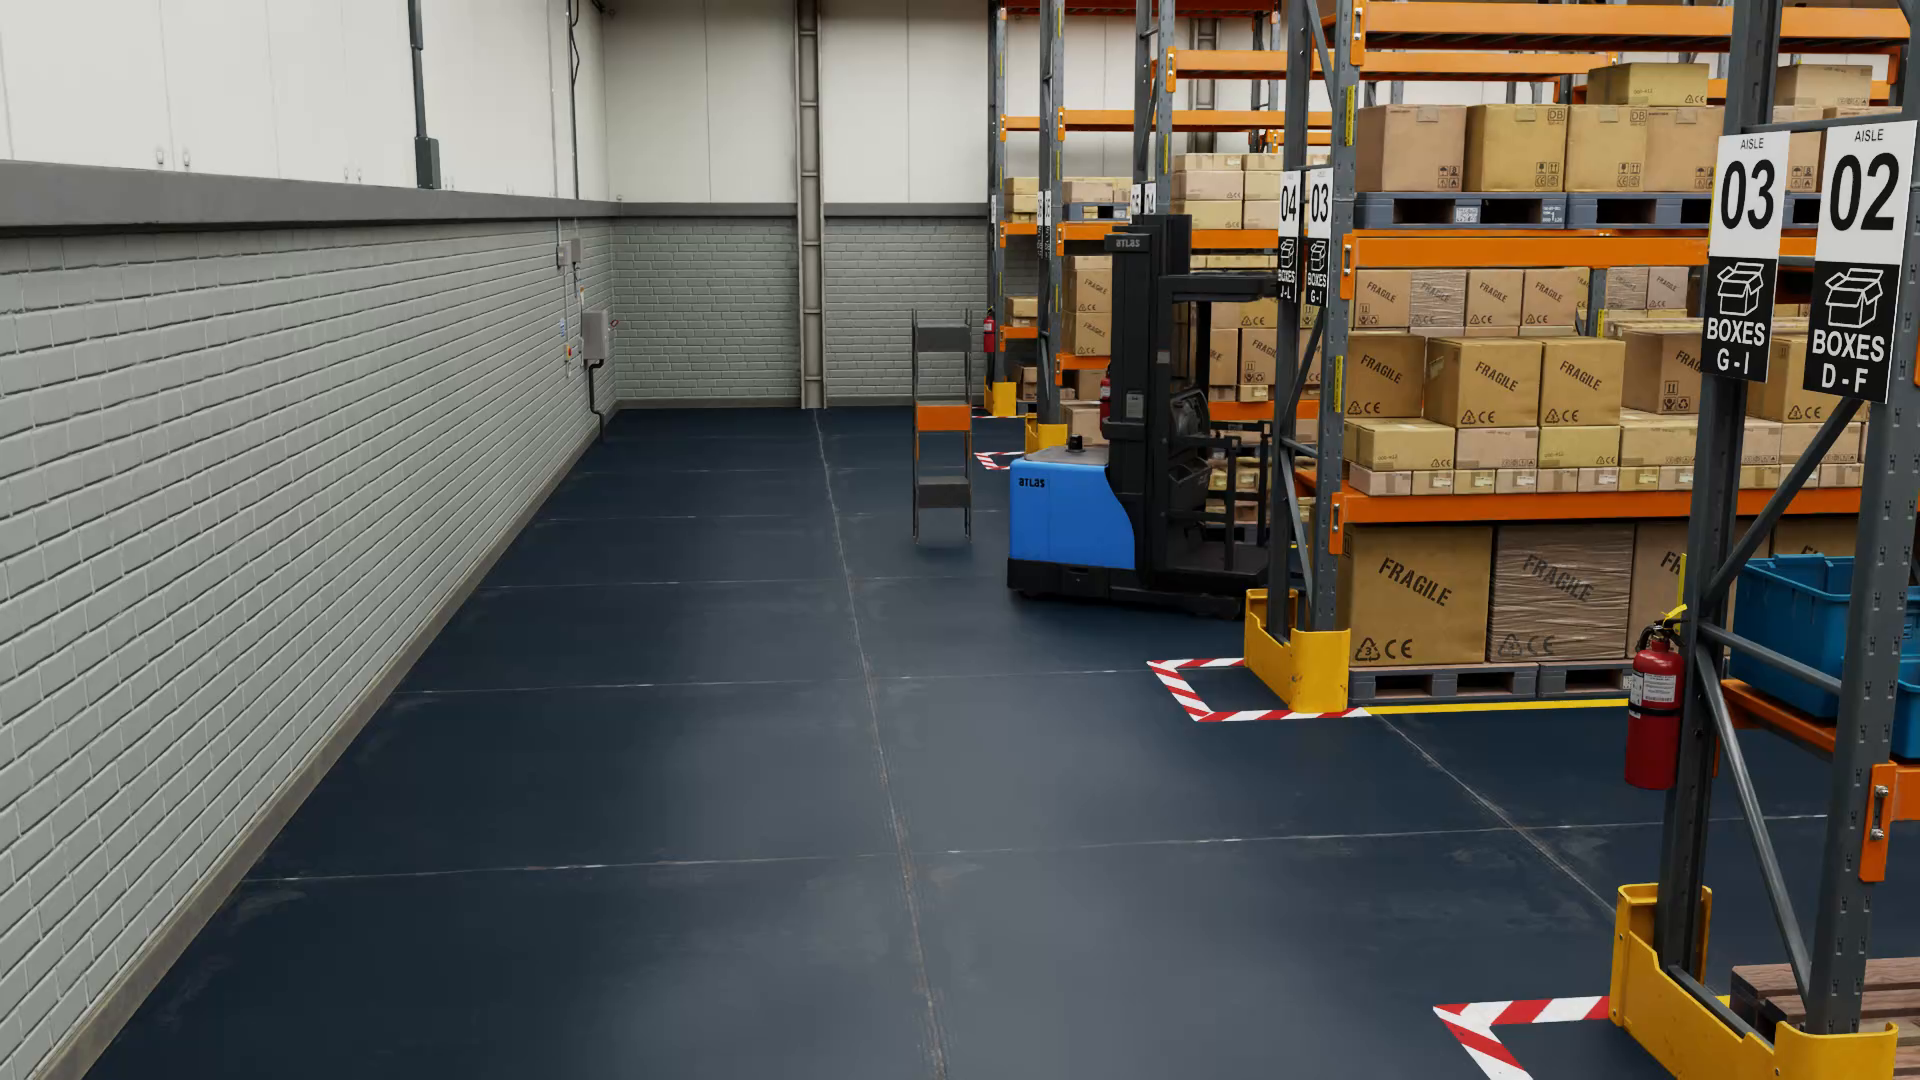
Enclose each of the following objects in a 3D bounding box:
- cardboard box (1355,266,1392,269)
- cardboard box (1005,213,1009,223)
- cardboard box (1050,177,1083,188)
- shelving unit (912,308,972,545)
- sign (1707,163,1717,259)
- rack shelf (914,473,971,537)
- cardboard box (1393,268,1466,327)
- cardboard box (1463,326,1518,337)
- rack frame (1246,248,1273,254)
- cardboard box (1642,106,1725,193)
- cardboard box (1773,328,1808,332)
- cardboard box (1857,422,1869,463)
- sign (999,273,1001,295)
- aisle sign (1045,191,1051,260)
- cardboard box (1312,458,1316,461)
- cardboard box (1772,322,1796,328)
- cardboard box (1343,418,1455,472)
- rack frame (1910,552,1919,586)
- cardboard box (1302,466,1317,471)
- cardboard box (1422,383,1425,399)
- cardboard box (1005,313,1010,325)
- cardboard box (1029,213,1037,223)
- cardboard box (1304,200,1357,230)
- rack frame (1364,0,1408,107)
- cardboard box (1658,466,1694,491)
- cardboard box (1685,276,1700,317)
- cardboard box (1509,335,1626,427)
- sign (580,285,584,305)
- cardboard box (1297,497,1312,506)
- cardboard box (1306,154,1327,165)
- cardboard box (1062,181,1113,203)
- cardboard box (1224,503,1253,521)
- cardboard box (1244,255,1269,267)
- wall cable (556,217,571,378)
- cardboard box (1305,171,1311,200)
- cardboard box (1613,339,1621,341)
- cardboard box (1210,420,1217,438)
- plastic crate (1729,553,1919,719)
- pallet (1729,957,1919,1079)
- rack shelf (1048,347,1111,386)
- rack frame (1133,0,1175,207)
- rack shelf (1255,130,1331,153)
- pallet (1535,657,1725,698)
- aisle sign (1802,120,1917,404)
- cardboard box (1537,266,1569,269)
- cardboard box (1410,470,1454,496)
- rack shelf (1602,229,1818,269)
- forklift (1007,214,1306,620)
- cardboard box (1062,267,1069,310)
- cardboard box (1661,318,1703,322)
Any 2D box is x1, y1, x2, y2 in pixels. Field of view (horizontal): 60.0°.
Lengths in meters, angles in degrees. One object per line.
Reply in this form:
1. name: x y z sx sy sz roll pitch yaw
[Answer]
1. cardboard box: 3.672 -2.278 15.437 0.500 0.500 0.500 -2 11 -8
2. cardboard box: 0.817 -4.799 24.758 0.250 0.149 0.380 -1 11 -5
3. cardboard box: 1.500 -5.157 24.250 0.500 0.250 0.500 -1 11 -6
4. shelving unit: -0.165 -1.027 15.030 0.503 2.100 0.431 -1 11 -6
5. sign: 2.593 -1.123 5.679 0.005 0.325 0.100 -1 11 -6
6. rack shelf: -0.165 -0.327 15.168 0.480 0.518 0.431 -1 11 -6
7. cardboard box: 4.213 -2.188 14.979 0.500 0.500 0.500 -1 11 -5
8. cardboard box: 4.708 -1.704 15.109 0.500 0.500 0.500 -2 11 -8
9. rack frame: 4.500 -3.482 25.188 0.127 3.000 1.000 -1 11 -6
10. cardboard box: 4.269 -2.384 10.219 0.500 0.500 0.700 -1 11 -4
11. cardboard box: 5.606 -1.109 10.791 0.500 0.500 0.500 -1 11 -6
12. cardboard box: 5.700 -0.643 10.362 0.500 0.250 0.500 -1 11 -7
13. sign: 0.582 -3.720 24.151 0.005 0.325 0.100 -1 11 -6
14. aisle sign: 1.023 -3.666 19.381 0.004 0.787 0.394 -1 11 -6
15. cardboard box: 3.496 -0.677 15.675 0.250 0.149 0.380 -2 11 -8
16. cardboard box: 7.402 -1.905 15.186 0.250 0.149 0.380 -1 11 -4
17. cardboard box: 2.640 -0.577 10.029 0.500 0.250 0.500 -2 11 -8
18. rack frame: 6.110 -0.630 10.679 0.127 3.000 1.000 -1 11 -6
19. cardboard box: 3.296 -0.579 15.181 0.250 0.149 0.380 -1 11 -4
20. cardboard box: 4.115 -1.382 15.154 0.250 0.149 0.380 -1 11 -7
21. cardboard box: 0.824 -3.334 25.085 0.250 0.149 0.380 -1 11 -7
22. cardboard box: 1.123 -4.720 24.359 0.250 0.149 0.380 -1 11 -5
23. cardboard box: 3.207 -2.882 14.746 0.500 0.250 0.500 -2 11 -8
24. rack frame: 5.040 -5.474 19.768 0.127 3.000 1.000 -1 11 -6
25. cardboard box: 4.312 -0.406 10.189 0.250 0.149 0.380 -1 11 -5
26. cardboard box: 9.438 -3.078 21.011 0.500 0.500 0.500 -2 11 -8
27. cardboard box: 3.651 -0.968 10.070 0.500 0.500 0.500 -2 11 -8
28. sign: -4.822 -3.122 21.211 0.001 0.242 0.339 -1 11 -6
29. cardboard box: 3.026 -0.416 15.123 0.250 0.149 0.380 -1 11 -4
30. cardboard box: 3.064 -3.326 14.677 0.250 0.149 0.380 -1 11 -4
31. cardboard box: 1.501 -4.127 19.733 0.500 0.250 0.500 -2 11 -11
32. cardboard box: 2.505 -0.278 15.190 0.250 0.149 0.380 -1 11 -6
33. cardboard box: 3.490 -3.307 19.761 0.250 0.149 0.380 -1 11 -7
34. wall cable: -4.540 -2.839 19.201 0.123 1.953 0.585 -1 11 -6
35. cardboard box: 3.185 -3.122 14.673 0.500 0.250 0.500 -1 11 -5
36. cardboard box: 6.116 -1.732 15.076 0.250 0.149 0.380 -1 11 -5
37. cardboard box: 2.618 -1.450 20.402 0.875 0.438 0.875 -1 11 -5
38. plastic crate: 2.981 0.313 5.632 0.499 0.435 0.616 -1 11 -6
39. pallet: 3.492 1.762 5.742 1.213 0.211 1.003 -1 11 -6
40. rack shelf: 3.052 -2.136 20.204 4.000 0.370 1.077 -1 11 -6
41. rack frame: 1.698 -4.444 14.526 0.127 3.000 1.000 -1 11 -6
42. rack shelf: 6.489 -5.919 24.929 4.000 0.370 1.077 -1 11 -6
43. pallet: 4.130 0.765 10.812 1.213 0.211 1.003 -1 11 -6
44. aisle sign: 2.629 -0.814 4.876 0.004 0.787 0.394 -1 11 -6
45. cardboard box: 7.023 -3.062 20.199 0.500 0.500 0.500 -1 11 -7
46. cardboard box: 2.777 -0.373 10.024 0.250 0.149 0.380 -1 11 -7
47. rack shelf: 7.663 -2.744 15.520 4.000 0.370 1.077 -1 11 -6
48. forklift: 1.932 -0.967 12.571 3.031 2.935 1.130 5 12 23
49. cardboard box: 1.517 -3.043 20.100 0.500 0.500 0.500 -1 11 -4
50. cardboard box: 6.838 -2.020 15.770 0.250 0.149 0.380 -1 11 -6
